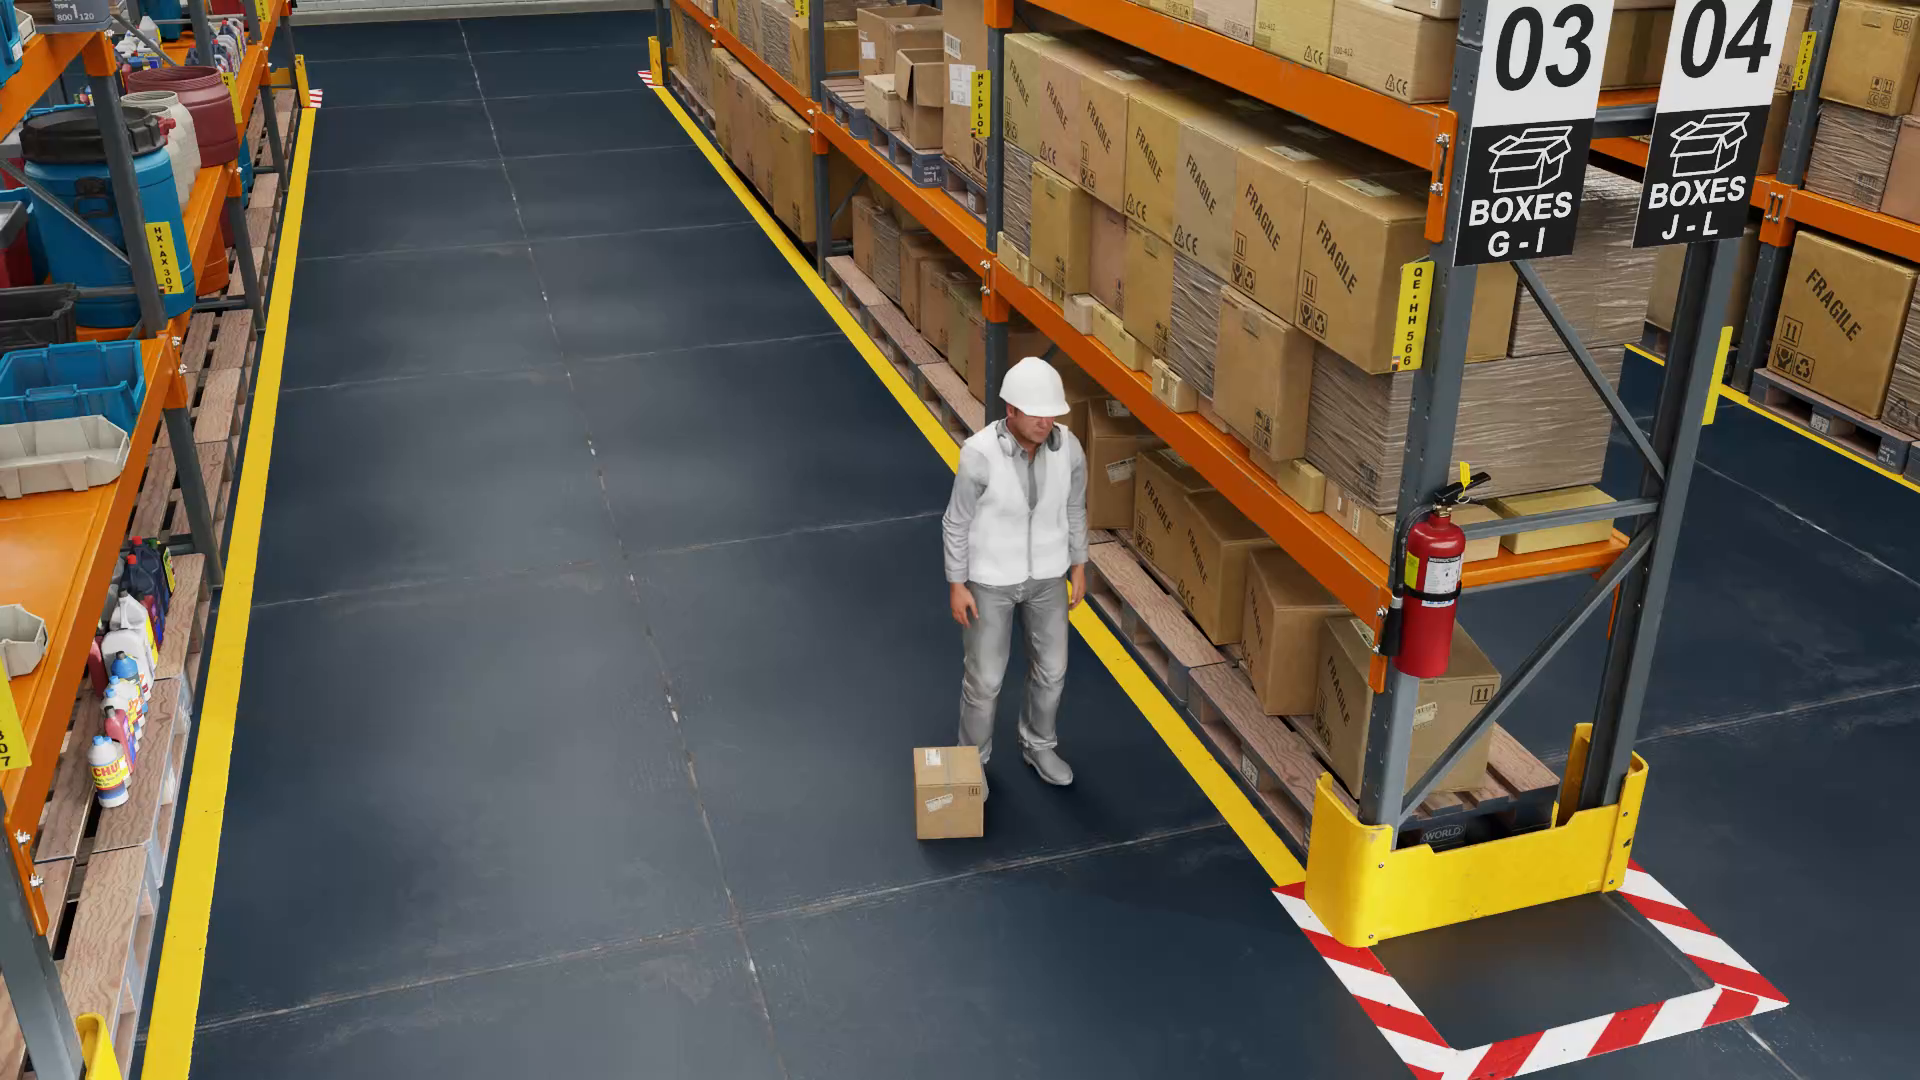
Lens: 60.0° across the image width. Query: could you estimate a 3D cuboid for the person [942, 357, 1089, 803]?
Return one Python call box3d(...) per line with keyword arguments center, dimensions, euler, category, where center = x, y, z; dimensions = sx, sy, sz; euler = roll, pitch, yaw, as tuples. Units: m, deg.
box3d(center=(0.219, 0.138, 6.303), dimensions=(0.579, 1.771, 0.462), euler=(-10, 28, -19), category="person")
